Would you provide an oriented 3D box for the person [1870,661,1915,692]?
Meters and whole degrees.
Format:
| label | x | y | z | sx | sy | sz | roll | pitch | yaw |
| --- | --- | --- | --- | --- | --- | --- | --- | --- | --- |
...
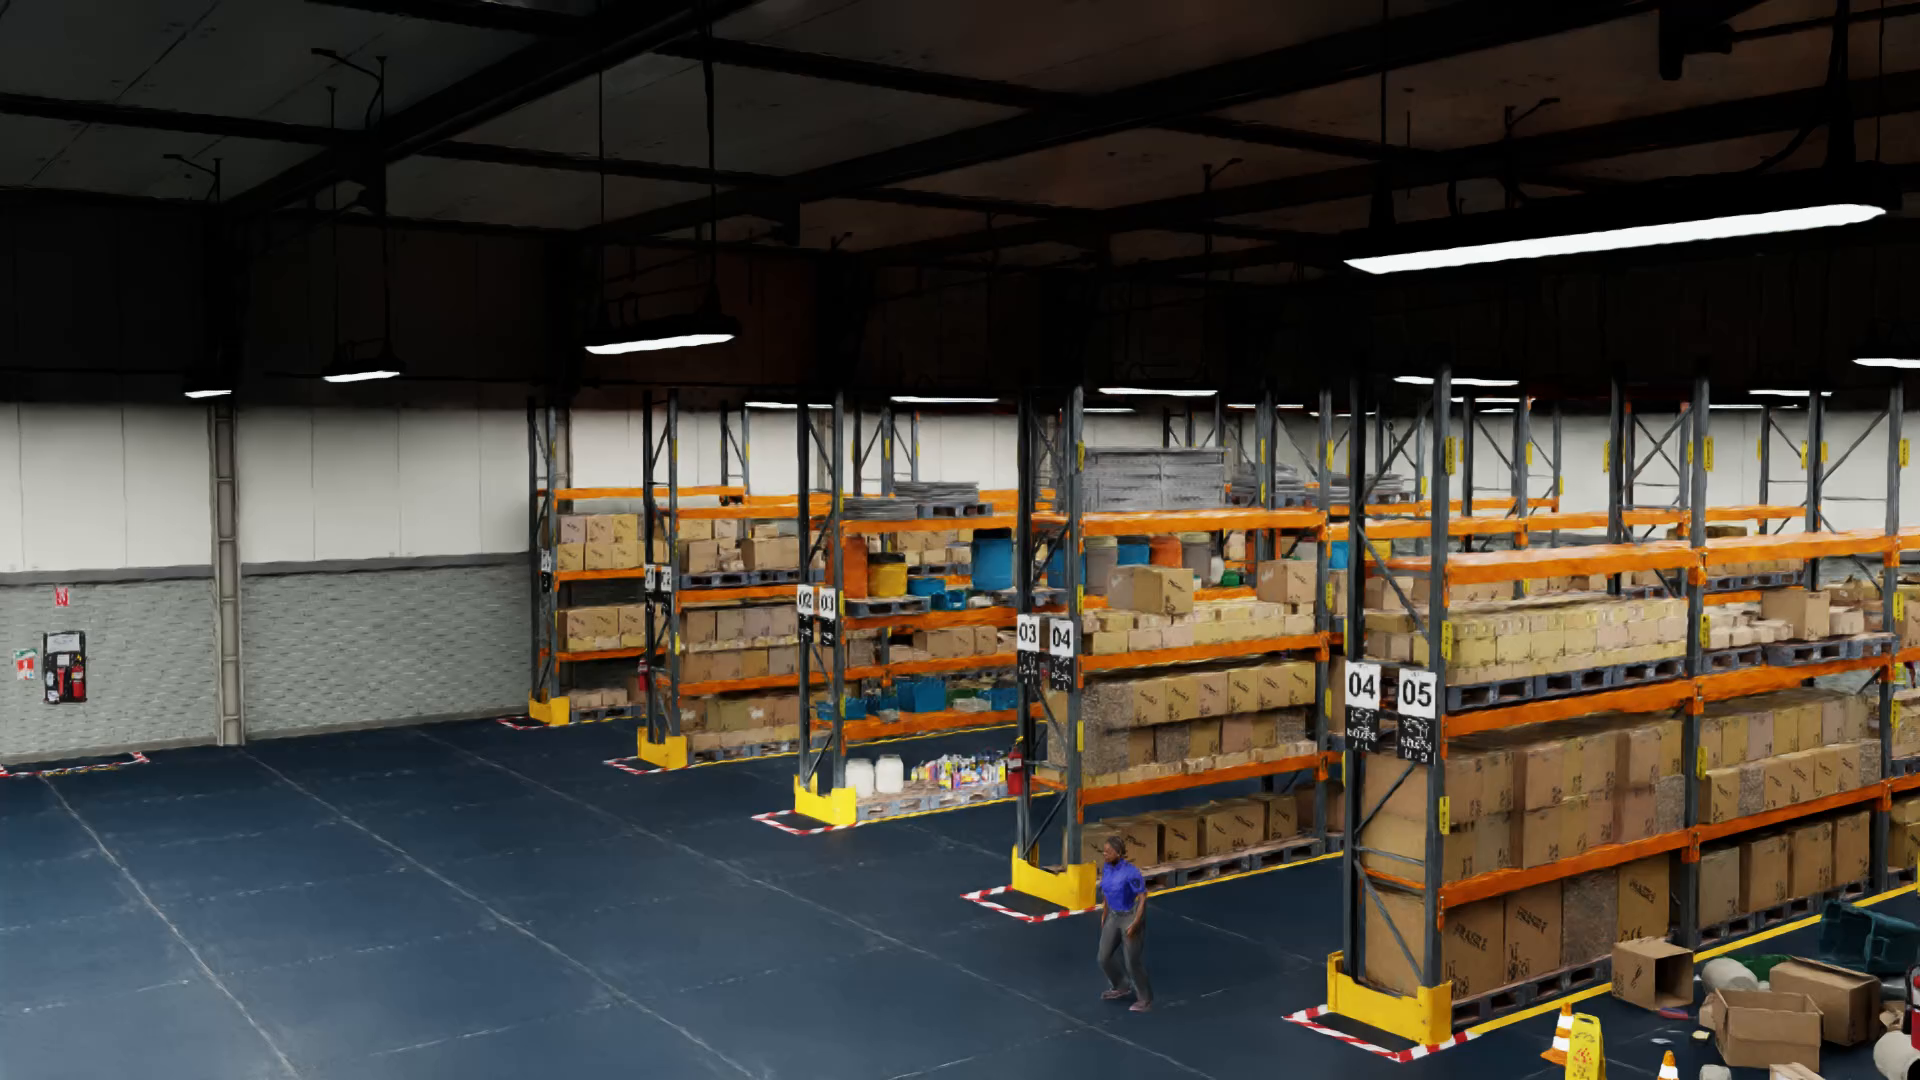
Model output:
| label | x | y | z | sx | sy | sz | roll | pitch | yaw |
| --- | --- | --- | --- | --- | --- | --- | --- | --- | --- |
| person | 16.645 | 2.553 | 29.673 | 0.712 | 1.695 | 0.831 | 2 | 4 | 36 |

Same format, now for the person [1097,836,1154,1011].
| label | x | y | z | sx | sy | sz | roll | pitch | yaw |
| --- | --- | --- | --- | --- | --- | --- | --- | --- | --- |
| person | 1.497 | 3.473 | 15.167 | 0.518 | 1.604 | 0.592 | -3 | 4 | -37 |
